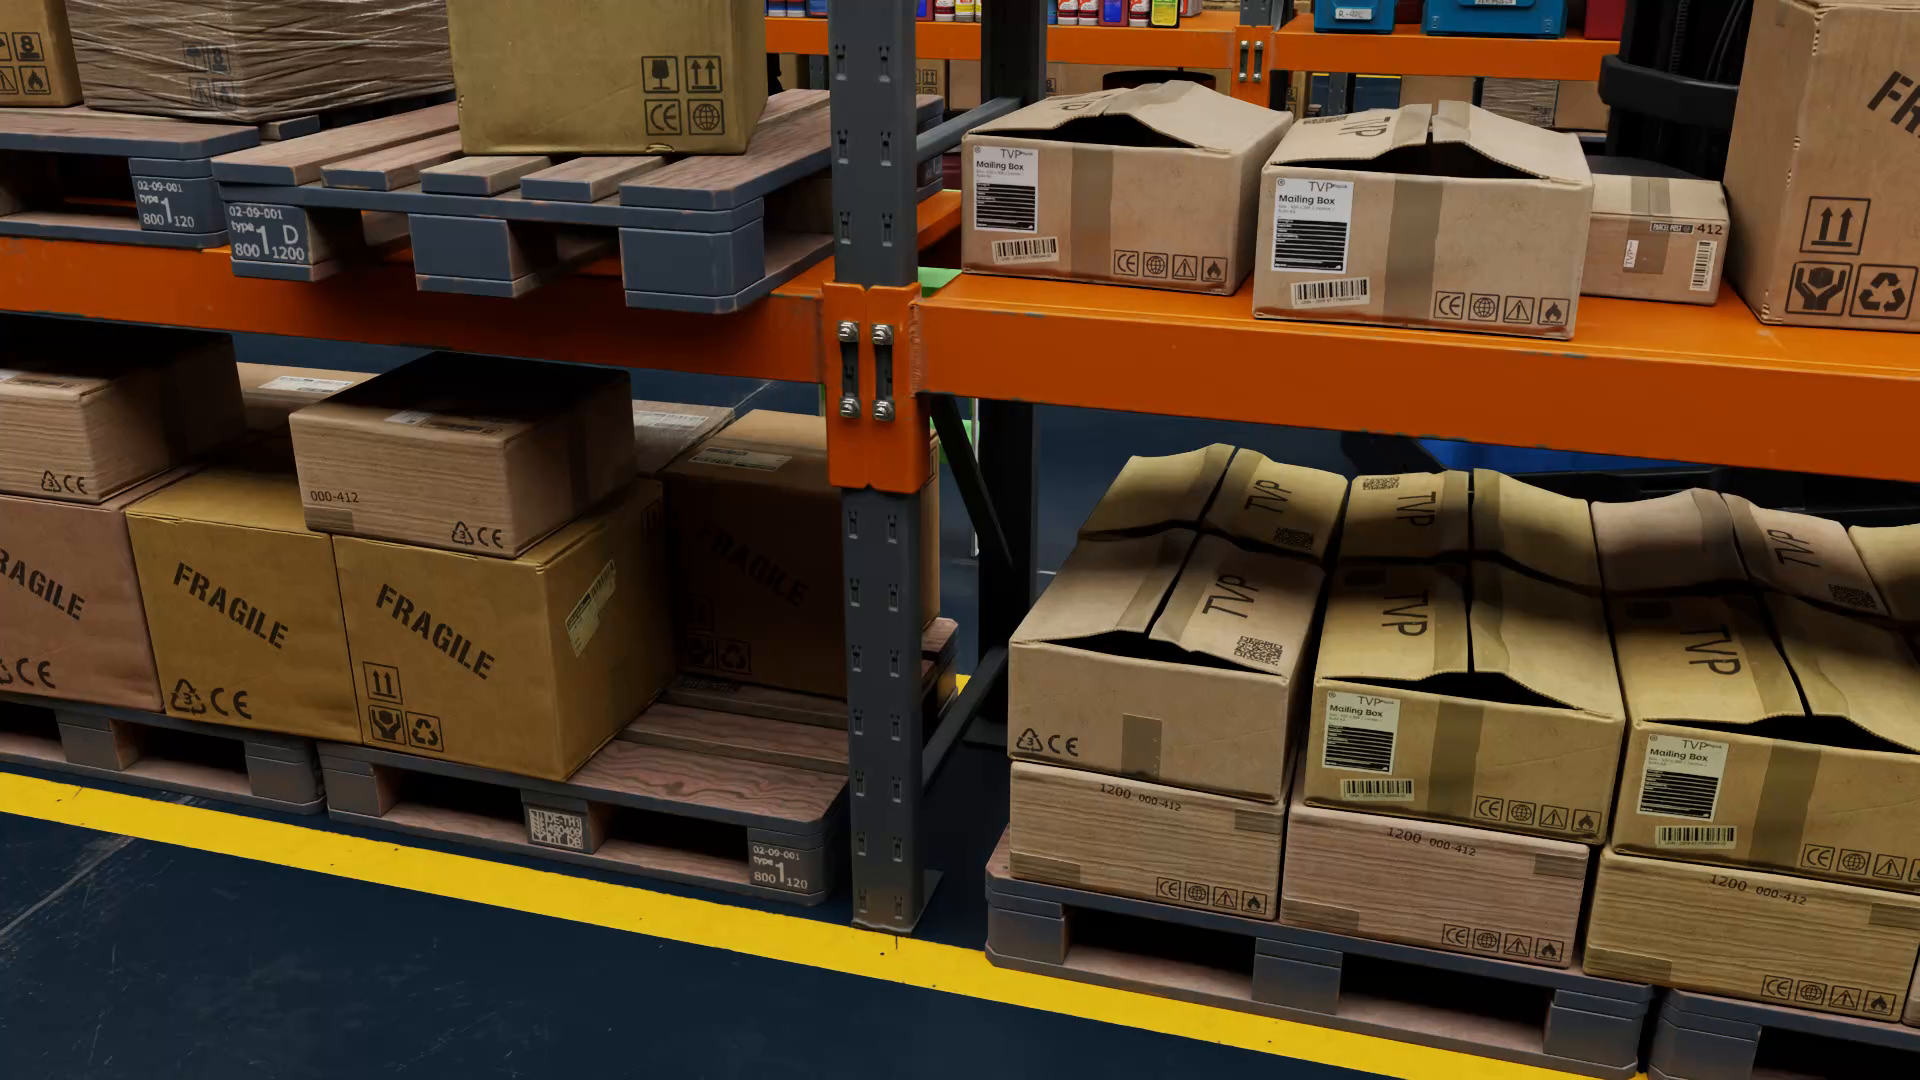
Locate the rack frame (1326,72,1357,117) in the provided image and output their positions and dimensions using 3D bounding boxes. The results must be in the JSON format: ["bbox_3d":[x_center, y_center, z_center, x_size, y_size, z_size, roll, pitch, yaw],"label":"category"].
[{"bbox_3d":[2.851,-4.378,11.991,0.127,3.000,1.000,7,23,16],"label":"rack frame"}]

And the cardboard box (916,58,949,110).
[{"bbox_3d":[-0.360,-3.965,13.230,0.875,0.875,1.225,7,23,16],"label":"cardboard box"}]

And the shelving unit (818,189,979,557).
[{"bbox_3d":[-0.158,-0.573,5.087,0.503,1.200,0.258,7,23,15],"label":"shelving unit"}]

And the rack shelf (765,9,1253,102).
[{"bbox_3d":[-0.494,-2.465,8.275,4.000,0.370,1.077,7,23,16],"label":"rack shelf"}]

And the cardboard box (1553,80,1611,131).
[{"bbox_3d":[4.578,-3.243,11.938,0.500,0.500,0.700,9,24,20],"label":"cardboard box"}]

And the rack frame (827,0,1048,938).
[{"bbox_3d":[-0.014,-0.779,3.217,0.127,3.000,1.000,7,23,16],"label":"rack frame"}]

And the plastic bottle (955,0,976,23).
[{"bbox_3d":[0.024,-2.485,7.636,0.097,0.201,0.097,0,22,0],"label":"plastic bottle"}]

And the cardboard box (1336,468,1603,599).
[{"bbox_3d":[1.058,0.062,3.498,0.500,0.311,0.500,6,23,15],"label":"cardboard box"}]

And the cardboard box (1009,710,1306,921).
[{"bbox_3d":[0.402,0.463,3.259,0.500,0.250,0.500,6,23,15],"label":"cardboard box"}]

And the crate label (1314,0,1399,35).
[{"bbox_3d":[1.715,-2.319,7.191,0.416,0.233,0.303,7,23,16],"label":"crate label"}]

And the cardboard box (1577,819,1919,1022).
[{"bbox_3d":[1.383,0.572,2.992,0.500,0.250,0.500,6,23,14],"label":"cardboard box"}]

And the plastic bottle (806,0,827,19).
[{"bbox_3d":[-0.629,-2.638,7.813,0.185,0.351,0.144,7,23,16],"label":"plastic bottle"}]

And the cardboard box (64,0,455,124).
[{"bbox_3d":[-1.470,-1.218,3.601,0.500,0.500,0.700,11,25,25],"label":"cardboard box"}]

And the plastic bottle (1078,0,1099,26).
[{"bbox_3d":[0.584,-2.421,7.480,0.097,0.201,0.097,0,22,0],"label":"plastic bottle"}]

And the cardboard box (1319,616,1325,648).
[{"bbox_3d":[0.560,0.268,3.735,0.500,0.250,0.500,7,23,17],"label":"cardboard box"}]

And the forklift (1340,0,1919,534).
[{"bbox_3d":[2.896,-1.517,5.106,3.031,2.935,1.130,-3,22,-6],"label":"forklift"}]

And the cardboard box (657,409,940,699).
[{"bbox_3d":[-0.367,0.020,3.983,0.500,0.500,0.500,8,23,18],"label":"cardboard box"}]

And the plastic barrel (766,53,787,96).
[{"bbox_3d":[-1.215,-2.097,8.641,0.708,0.901,0.600,7,23,16],"label":"plastic barrel"}]

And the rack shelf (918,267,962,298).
[{"bbox_3d":[-0.158,-0.736,5.020,0.480,0.148,0.258,7,23,15],"label":"rack shelf"}]

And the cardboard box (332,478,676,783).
[{"bbox_3d":[-0.977,0.156,3.650,0.500,0.500,0.500,7,23,18],"label":"cardboard box"}]

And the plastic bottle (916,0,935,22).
[{"bbox_3d":[-0.184,-2.539,7.661,0.133,0.283,0.061,7,23,16],"label":"plastic bottle"}]

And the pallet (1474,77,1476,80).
[{"bbox_3d":[5.113,-4.765,16.609,1.213,0.211,1.003,7,23,16],"label":"pallet"}]

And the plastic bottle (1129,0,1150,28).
[{"bbox_3d":[0.805,-2.395,7.419,0.097,0.201,0.097,0,22,0],"label":"plastic bottle"}]

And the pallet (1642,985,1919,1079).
[{"bbox_3d":[1.927,0.750,3.164,1.213,0.211,1.003,7,23,16],"label":"pallet"}]

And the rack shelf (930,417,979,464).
[{"bbox_3d":[-0.158,-0.292,5.202,0.480,0.148,0.258,7,23,15],"label":"rack shelf"}]

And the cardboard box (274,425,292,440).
[{"bbox_3d":[-1.349,-0.092,4.256,0.500,0.500,0.500,6,23,15],"label":"cardboard box"}]

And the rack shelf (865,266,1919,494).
[{"bbox_3d":[1.901,-0.227,2.819,4.000,0.370,1.077,7,23,16],"label":"rack shelf"}]

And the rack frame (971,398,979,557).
[{"bbox_3d":[0.075,-0.547,5.021,0.015,1.200,0.240,7,23,15],"label":"rack frame"}]

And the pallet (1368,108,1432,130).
[{"bbox_3d":[3.599,-3.002,12.310,1.213,0.211,1.003,7,23,16],"label":"pallet"}]

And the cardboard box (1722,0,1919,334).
[{"bbox_3d":[1.597,-0.647,2.764,0.500,0.500,0.500,5,23,13],"label":"cardboard box"}]

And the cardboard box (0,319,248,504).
[{"bbox_3d":[-2.013,-0.306,3.789,0.500,0.250,0.500,6,23,14],"label":"cardboard box"}]

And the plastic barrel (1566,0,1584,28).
[{"bbox_3d":[2.870,-2.549,7.384,0.421,0.512,0.421,0,22,0],"label":"plastic barrel"}]

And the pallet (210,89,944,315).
[{"bbox_3d":[-0.683,-0.739,3.373,1.003,0.211,1.213,7,23,16],"label":"pallet"}]

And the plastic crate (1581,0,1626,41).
[{"bbox_3d":[2.879,-2.320,6.889,0.583,0.464,0.402,7,23,16],"label":"plastic crate"}]

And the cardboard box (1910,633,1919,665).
[{"bbox_3d":[1.888,0.371,2.745,0.500,0.311,0.500,6,23,15],"label":"cardboard box"}]

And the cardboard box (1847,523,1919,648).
[{"bbox_3d":[2.020,0.174,3.225,0.500,0.311,0.500,7,23,17],"label":"cardboard box"}]

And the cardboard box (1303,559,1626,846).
[{"bbox_3d":[0.908,0.258,3.020,0.500,0.311,0.500,6,23,14],"label":"cardboard box"}]

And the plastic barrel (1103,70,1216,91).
[{"bbox_3d":[0.947,-1.816,8.051,0.708,0.830,0.600,7,23,16],"label":"plastic barrel"}]

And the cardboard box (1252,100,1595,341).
[{"bbox_3d":[0.786,-0.570,2.824,0.500,0.311,0.500,6,23,15],"label":"cardboard box"}]

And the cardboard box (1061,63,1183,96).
[{"bbox_3d":[1.345,-3.773,12.762,0.875,0.875,1.225,7,23,16],"label":"cardboard box"}]

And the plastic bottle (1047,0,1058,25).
[{"bbox_3d":[0.397,-2.474,7.519,0.097,0.271,0.097,0,22,0],"label":"plastic bottle"}]

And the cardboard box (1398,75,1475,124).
[{"bbox_3d":[3.498,-3.359,12.220,0.500,0.500,0.700,5,23,13],"label":"cardboard box"}]

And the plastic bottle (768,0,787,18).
[{"bbox_3d":[-0.864,-2.619,7.871,0.097,0.271,0.097,0,22,0],"label":"plastic bottle"}]

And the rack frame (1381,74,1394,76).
[{"bbox_3d":[4.380,-6.169,16.357,0.127,3.000,1.000,7,23,16],"label":"rack frame"}]

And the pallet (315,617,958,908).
[{"bbox_3d":[-0.718,0.415,3.979,1.213,0.211,1.003,7,23,16],"label":"pallet"}]

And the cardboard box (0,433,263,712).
[{"bbox_3d":[-1.977,0.044,3.923,0.500,0.500,0.500,6,23,14],"label":"cardboard box"}]

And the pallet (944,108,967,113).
[{"bbox_3d":[-0.218,-3.469,13.449,1.213,0.211,1.003,7,23,16],"label":"pallet"}]
